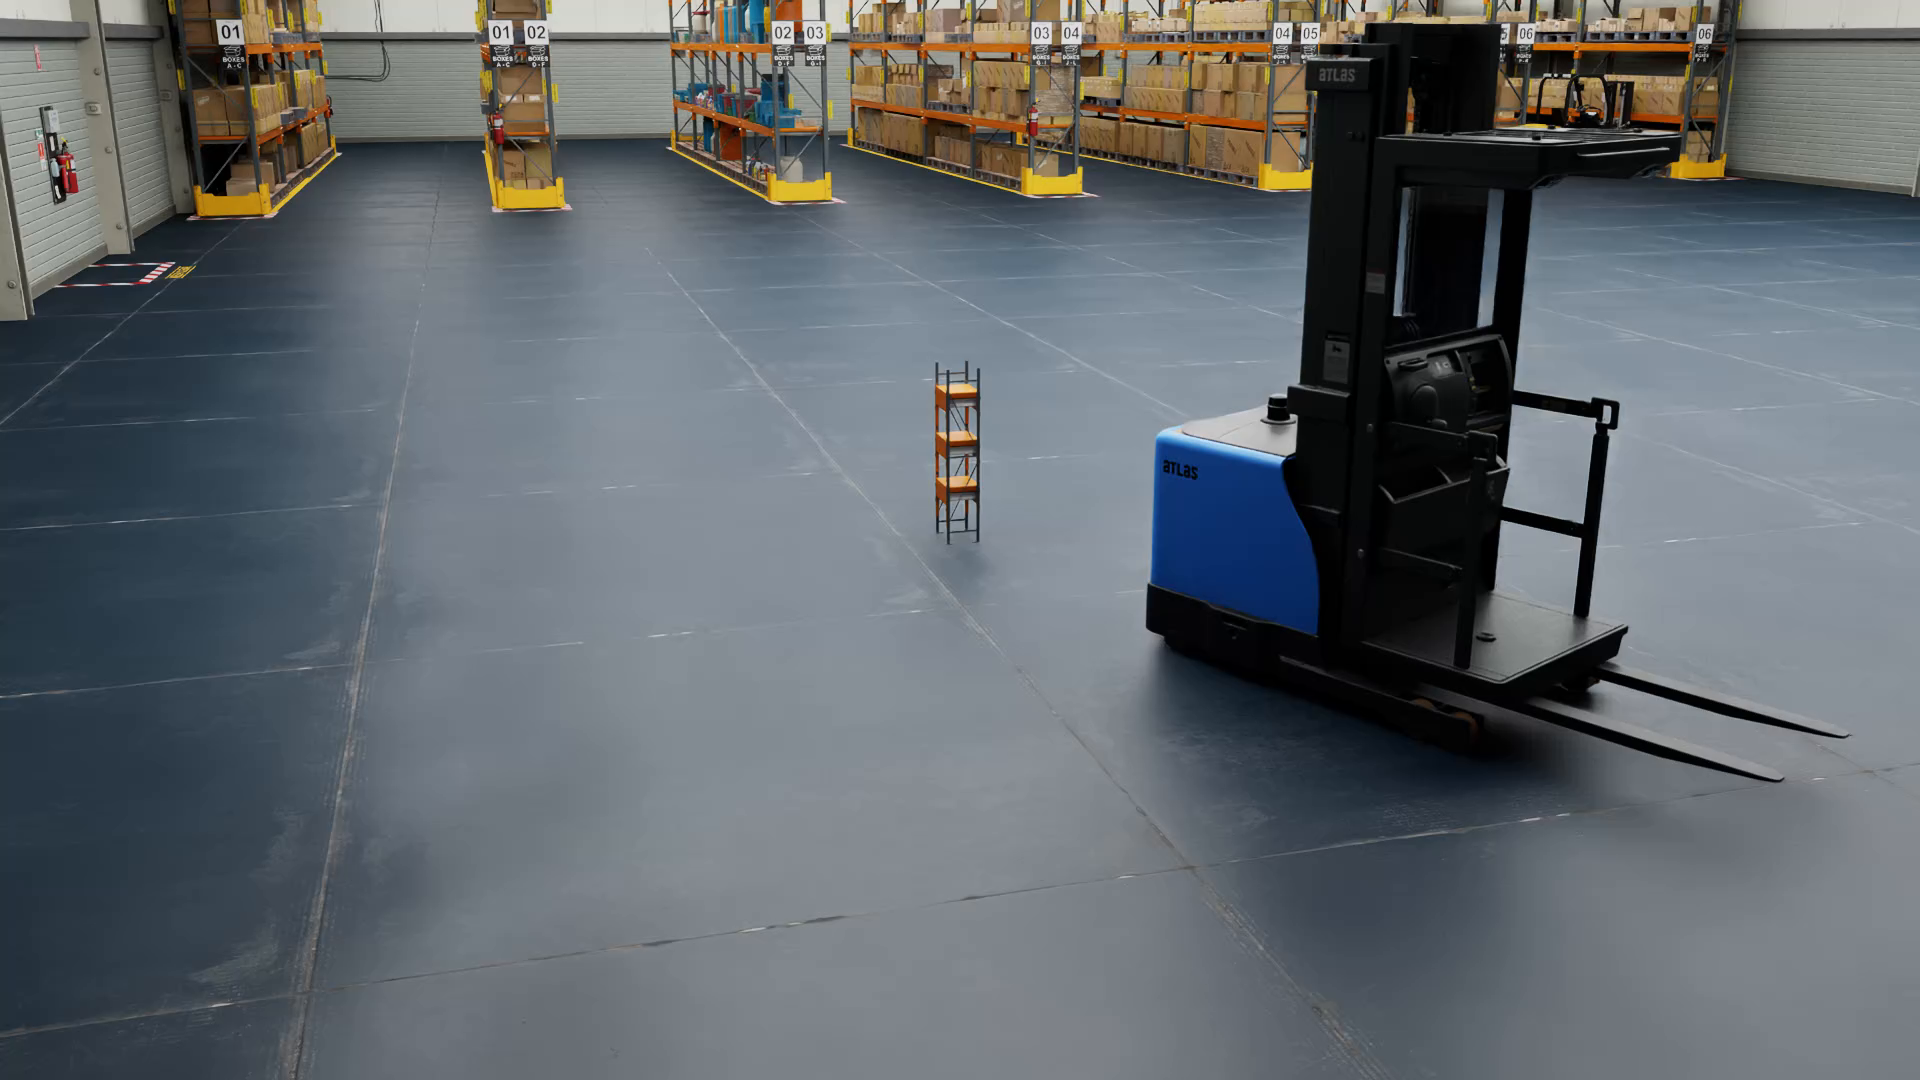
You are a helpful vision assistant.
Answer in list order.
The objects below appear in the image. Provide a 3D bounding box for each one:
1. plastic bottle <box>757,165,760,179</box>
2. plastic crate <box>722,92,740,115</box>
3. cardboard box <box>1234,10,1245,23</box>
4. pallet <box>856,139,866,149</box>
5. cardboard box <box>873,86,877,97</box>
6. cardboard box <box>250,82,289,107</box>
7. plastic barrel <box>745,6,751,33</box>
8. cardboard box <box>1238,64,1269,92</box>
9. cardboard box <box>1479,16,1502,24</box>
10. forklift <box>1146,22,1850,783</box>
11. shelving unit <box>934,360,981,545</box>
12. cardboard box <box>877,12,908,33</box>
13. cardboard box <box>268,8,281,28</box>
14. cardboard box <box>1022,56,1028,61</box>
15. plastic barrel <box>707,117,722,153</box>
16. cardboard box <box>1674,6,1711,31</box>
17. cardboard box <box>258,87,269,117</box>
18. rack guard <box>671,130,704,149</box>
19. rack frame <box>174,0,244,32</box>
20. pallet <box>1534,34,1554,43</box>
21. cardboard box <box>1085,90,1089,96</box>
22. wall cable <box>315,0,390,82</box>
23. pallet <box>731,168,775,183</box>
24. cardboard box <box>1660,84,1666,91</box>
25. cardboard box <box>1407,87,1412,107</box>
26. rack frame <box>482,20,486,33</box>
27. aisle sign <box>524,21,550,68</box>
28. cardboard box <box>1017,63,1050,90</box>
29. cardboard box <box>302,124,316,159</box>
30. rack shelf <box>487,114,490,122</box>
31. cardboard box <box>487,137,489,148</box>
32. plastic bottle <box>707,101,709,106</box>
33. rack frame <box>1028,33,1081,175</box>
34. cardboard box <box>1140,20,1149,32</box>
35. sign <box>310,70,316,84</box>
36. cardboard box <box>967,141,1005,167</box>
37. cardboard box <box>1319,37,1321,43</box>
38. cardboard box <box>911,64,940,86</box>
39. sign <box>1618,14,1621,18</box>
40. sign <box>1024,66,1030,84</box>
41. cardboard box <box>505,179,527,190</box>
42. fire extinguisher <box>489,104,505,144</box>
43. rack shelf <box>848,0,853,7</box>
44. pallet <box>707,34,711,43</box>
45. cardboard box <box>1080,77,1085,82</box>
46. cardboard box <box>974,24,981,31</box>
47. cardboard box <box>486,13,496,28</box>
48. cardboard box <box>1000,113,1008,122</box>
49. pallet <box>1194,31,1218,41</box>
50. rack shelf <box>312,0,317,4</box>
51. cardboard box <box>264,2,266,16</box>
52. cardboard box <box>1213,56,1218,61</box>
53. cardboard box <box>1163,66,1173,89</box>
[{"bbox_3d":[-3.952,-7.301,33.013,0.152,0.276,0.135,-5,17,-17],"label":"plastic bottle"},{"bbox_3d":[-4.993,-9.583,36.531,0.402,0.464,0.583,-5,17,-15],"label":"plastic crate"},{"bbox_3d":[5.937,-10.714,34.031,0.500,0.250,0.500,-5,17,-16],"label":"cardboard box"},{"bbox_3d":[-2.285,-11.078,46.464,1.003,0.211,1.213,-5,17,-15],"label":"pallet"},{"bbox_3d":[-1.999,-11.837,43.888,0.500,0.250,0.500,-4,17,-14],"label":"cardboard box"},{"bbox_3d":[-14.530,-9.370,34.993,0.700,0.500,0.500,-7,18,-22],"label":"cardboard box"},{"bbox_3d":[-4.115,-10.474,33.469,0.421,0.512,0.421,0,17,0],"label":"plastic barrel"},{"bbox_3d":[6.286,-9.572,34.466,0.875,0.550,0.550,-5,17,-15],"label":"cardboard box"},{"bbox_3d":[10.969,-10.755,34.377,0.380,0.149,0.250,-5,17,-15],"label":"cardboard box"},{"bbox_3d":[2.281,-0.679,7.119,1.130,2.935,3.031,-15,22,-40],"label":"forklift"},{"bbox_3d":[-0.015,-0.518,9.850,0.215,1.050,0.252,-5,17,-15],"label":"shelving unit"},{"bbox_3d":[-1.753,-13.467,43.280,0.700,0.500,0.500,-6,18,-19],"label":"cardboard box"},{"bbox_3d":[-14.855,-11.063,35.415,0.700,0.500,0.500,-6,18,-20],"label":"cardboard box"},{"bbox_3d":[2.085,-13.517,47.307,0.500,0.500,0.500,-5,17,-16],"label":"cardboard box"},{"bbox_3d":[-5.915,-9.979,40.876,0.600,0.901,0.708,-5,17,-15],"label":"plastic barrel"},{"bbox_3d":[15.762,-11.216,35.786,0.500,0.500,0.500,-4,17,-13],"label":"cardboard box"},{"bbox_3d":[-12.575,-7.761,29.499,0.500,0.500,0.500,-5,18,-17],"label":"cardboard box"},{"bbox_3d":[-7.361,-11.045,45.854,1.175,0.500,0.348,-5,17,-15],"label":"rack guard"},{"bbox_3d":[-12.470,-9.901,27.271,1.000,3.000,0.127,-5,17,-15],"label":"rack frame"},{"bbox_3d":[14.502,-12.449,41.296,1.003,0.211,1.213,-4,17,-13],"label":"pallet"},{"bbox_3d":[3.413,-11.391,42.366,0.380,0.149,0.250,-6,18,-18],"label":"cardboard box"},{"bbox_3d":[-18.078,-14.432,47.754,3.097,2.526,0.112,-5,17,-15],"label":"wall cable"},{"bbox_3d":[-4.297,-7.796,35.539,1.003,0.211,1.213,-5,17,-15],"label":"pallet"},{"bbox_3d":[15.642,-9.957,36.584,0.380,0.149,0.250,-4,17,-14],"label":"cardboard box"},{"bbox_3d":[10.260,-10.002,37.345,0.500,0.500,0.500,-5,17,-15],"label":"cardboard box"},{"bbox_3d":[-9.907,-12.507,35.945,1.000,3.000,0.127,-5,17,-15],"label":"rack frame"},{"bbox_3d":[-7.396,-8.672,29.088,0.394,0.787,0.004,-5,17,-15],"label":"aisle sign"},{"bbox_3d":[1.429,-9.004,32.286,0.500,0.500,0.500,-5,17,-15],"label":"cardboard box"},{"bbox_3d":[-15.217,-9.104,38.051,0.750,0.750,0.750,-4,17,-14],"label":"cardboard box"},{"bbox_3d":[-10.457,-9.842,38.754,1.077,0.370,4.000,-5,17,-15],"label":"rack shelf"},{"bbox_3d":[-11.954,-10.291,43.011,0.500,0.250,0.500,-5,17,-15],"label":"cardboard box"},{"bbox_3d":[-5.930,-10.293,39.348,0.097,0.201,0.097,0,17,0],"label":"plastic bottle"},{"bbox_3d":[1.817,-8.203,32.045,1.000,3.000,0.127,-5,17,-15],"label":"rack frame"},{"bbox_3d":[4.541,-12.037,38.954,0.500,0.250,0.500,-4,17,-14],"label":"cardboard box"},{"bbox_3d":[-15.249,-10.909,39.181,0.100,0.325,0.005,-5,17,-15],"label":"sign"},{"bbox_3d":[0.570,-8.494,36.596,0.700,0.500,0.500,-6,18,-20],"label":"cardboard box"},{"bbox_3d":[9.070,-12.415,41.290,0.380,0.149,0.250,-5,17,-15],"label":"cardboard box"},{"bbox_3d":[-0.743,-11.328,40.532,0.797,0.503,0.637,-4,17,-14],"label":"cardboard box"},{"bbox_3d":[15.551,-12.252,39.277,0.100,0.325,0.005,-5,17,-15],"label":"sign"},{"bbox_3d":[1.278,-8.870,31.706,0.100,0.325,0.005,-5,17,-15],"label":"sign"},{"bbox_3d":[-8.140,-6.430,30.193,0.500,0.250,0.500,-5,17,-15],"label":"cardboard box"},{"bbox_3d":[-8.123,-7.314,29.222,0.296,0.674,0.183,-5,17,-15],"label":"fire extinguisher"},{"bbox_3d":[-2.030,-14.412,44.235,1.077,0.370,4.000,-5,17,-15],"label":"rack shelf"},{"bbox_3d":[-5.259,-11.589,38.434,1.003,0.211,1.213,-5,17,-15],"label":"pallet"},{"bbox_3d":[3.270,-11.819,42.756,0.380,0.149,0.250,-5,17,-16],"label":"cardboard box"},{"bbox_3d":[0.511,-10.751,34.881,0.380,0.149,0.250,-5,17,-17],"label":"cardboard box"},{"bbox_3d":[-8.278,-9.351,29.942,0.500,0.250,0.500,-5,17,-15],"label":"cardboard box"},{"bbox_3d":[1.027,-8.551,33.643,0.380,0.149,0.250,-5,17,-15],"label":"cardboard box"},{"bbox_3d":[5.730,-10.840,35.766,1.003,0.211,1.213,-5,17,-15],"label":"pallet"},{"bbox_3d":[-16.318,-13.237,40.324,1.077,0.370,4.000,-5,17,-15],"label":"rack shelf"},{"bbox_3d":[-13.171,-9.990,30.835,0.500,0.500,0.500,-6,18,-20],"label":"cardboard box"},{"bbox_3d":[7.367,-13.562,46.846,0.380,0.149,0.250,-5,17,-16],"label":"cardboard box"},{"bbox_3d":[5.091,-10.619,38.177,0.700,0.500,0.500,-5,17,-15],"label":"cardboard box"}]
